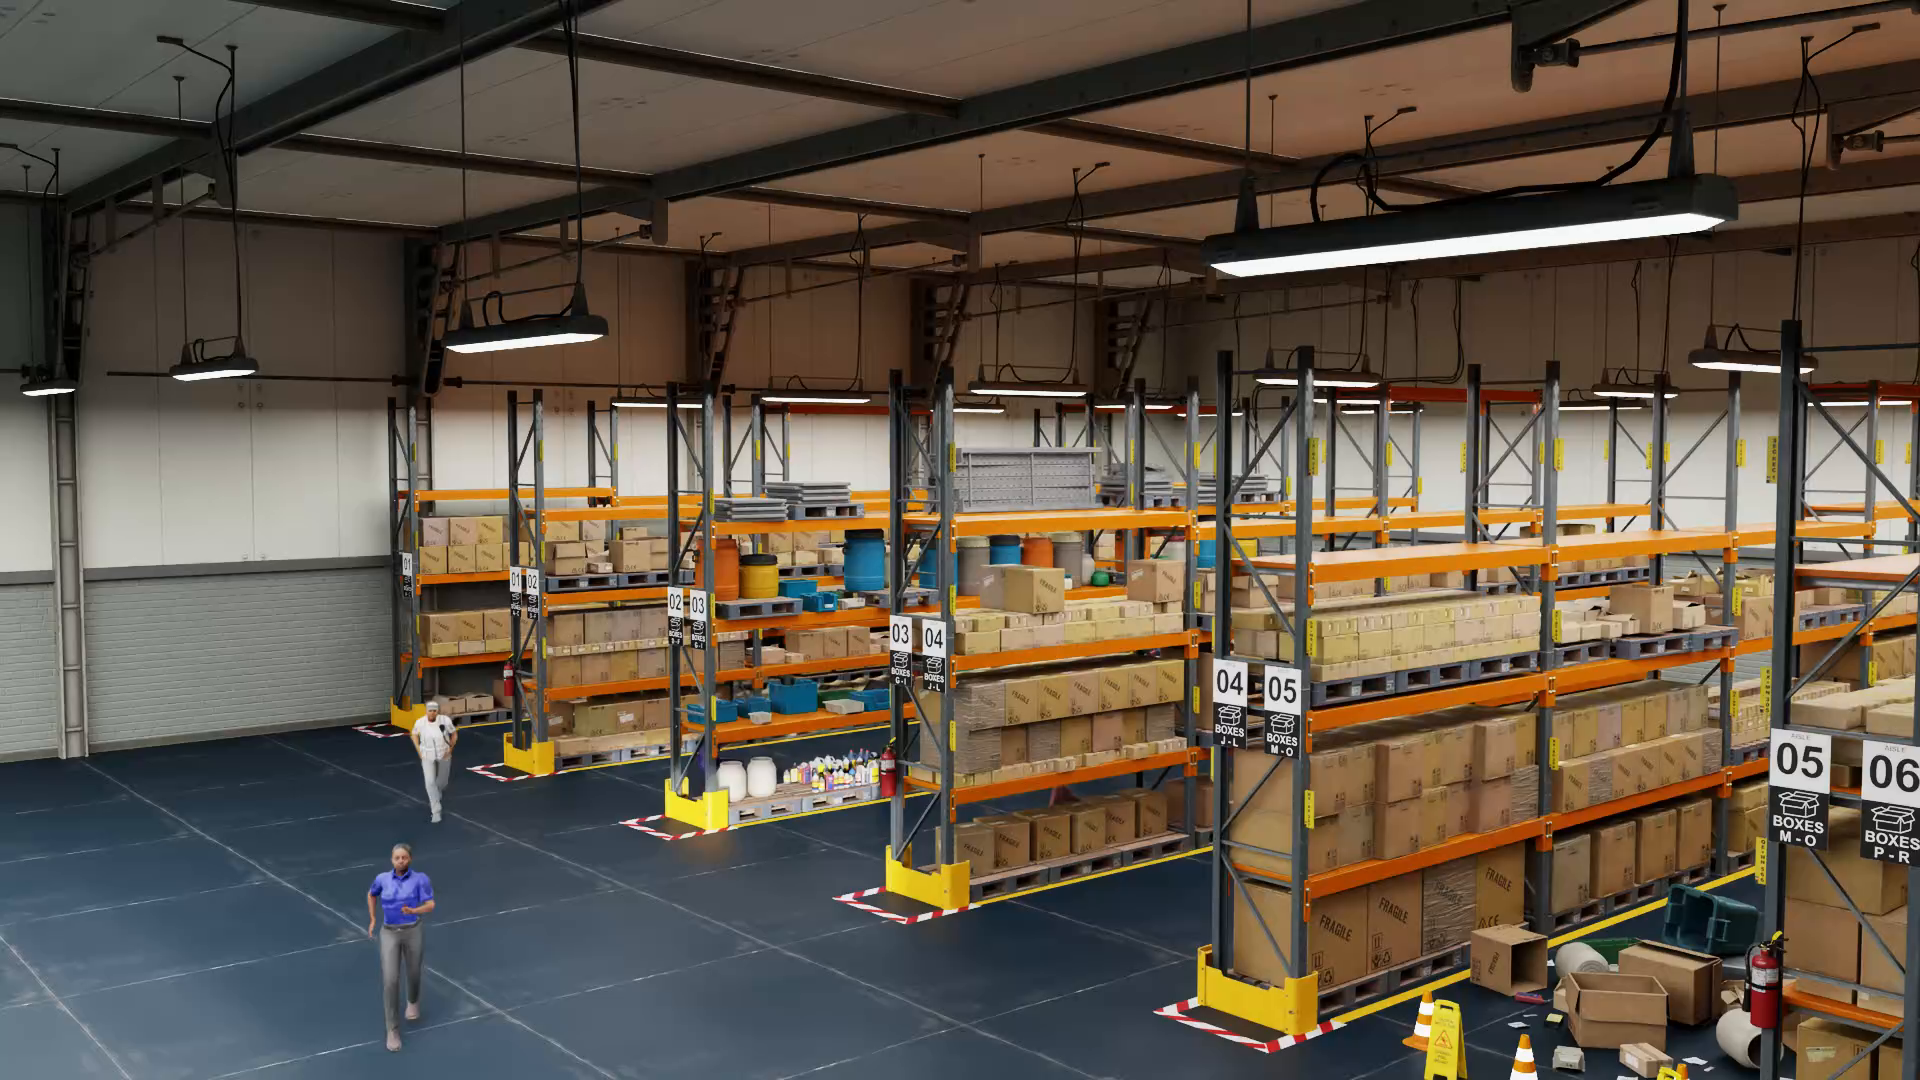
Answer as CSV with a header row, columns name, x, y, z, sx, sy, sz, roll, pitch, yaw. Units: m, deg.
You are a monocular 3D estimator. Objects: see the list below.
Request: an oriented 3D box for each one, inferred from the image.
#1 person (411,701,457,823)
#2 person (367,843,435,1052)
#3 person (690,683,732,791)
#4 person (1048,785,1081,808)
name,x,y,z,sx,sy,sz,roll,pitch,yaw
person,-7.281,3.028,23.054,0.605,1.666,0.974,-1,4,-19
person,-4.859,3.476,14.478,0.563,1.689,0.869,-1,4,-18
person,-3.708,2.925,24.800,0.604,1.617,0.615,-3,5,-42
person,1.342,3.000,22.338,0.574,1.673,0.951,3,5,42
